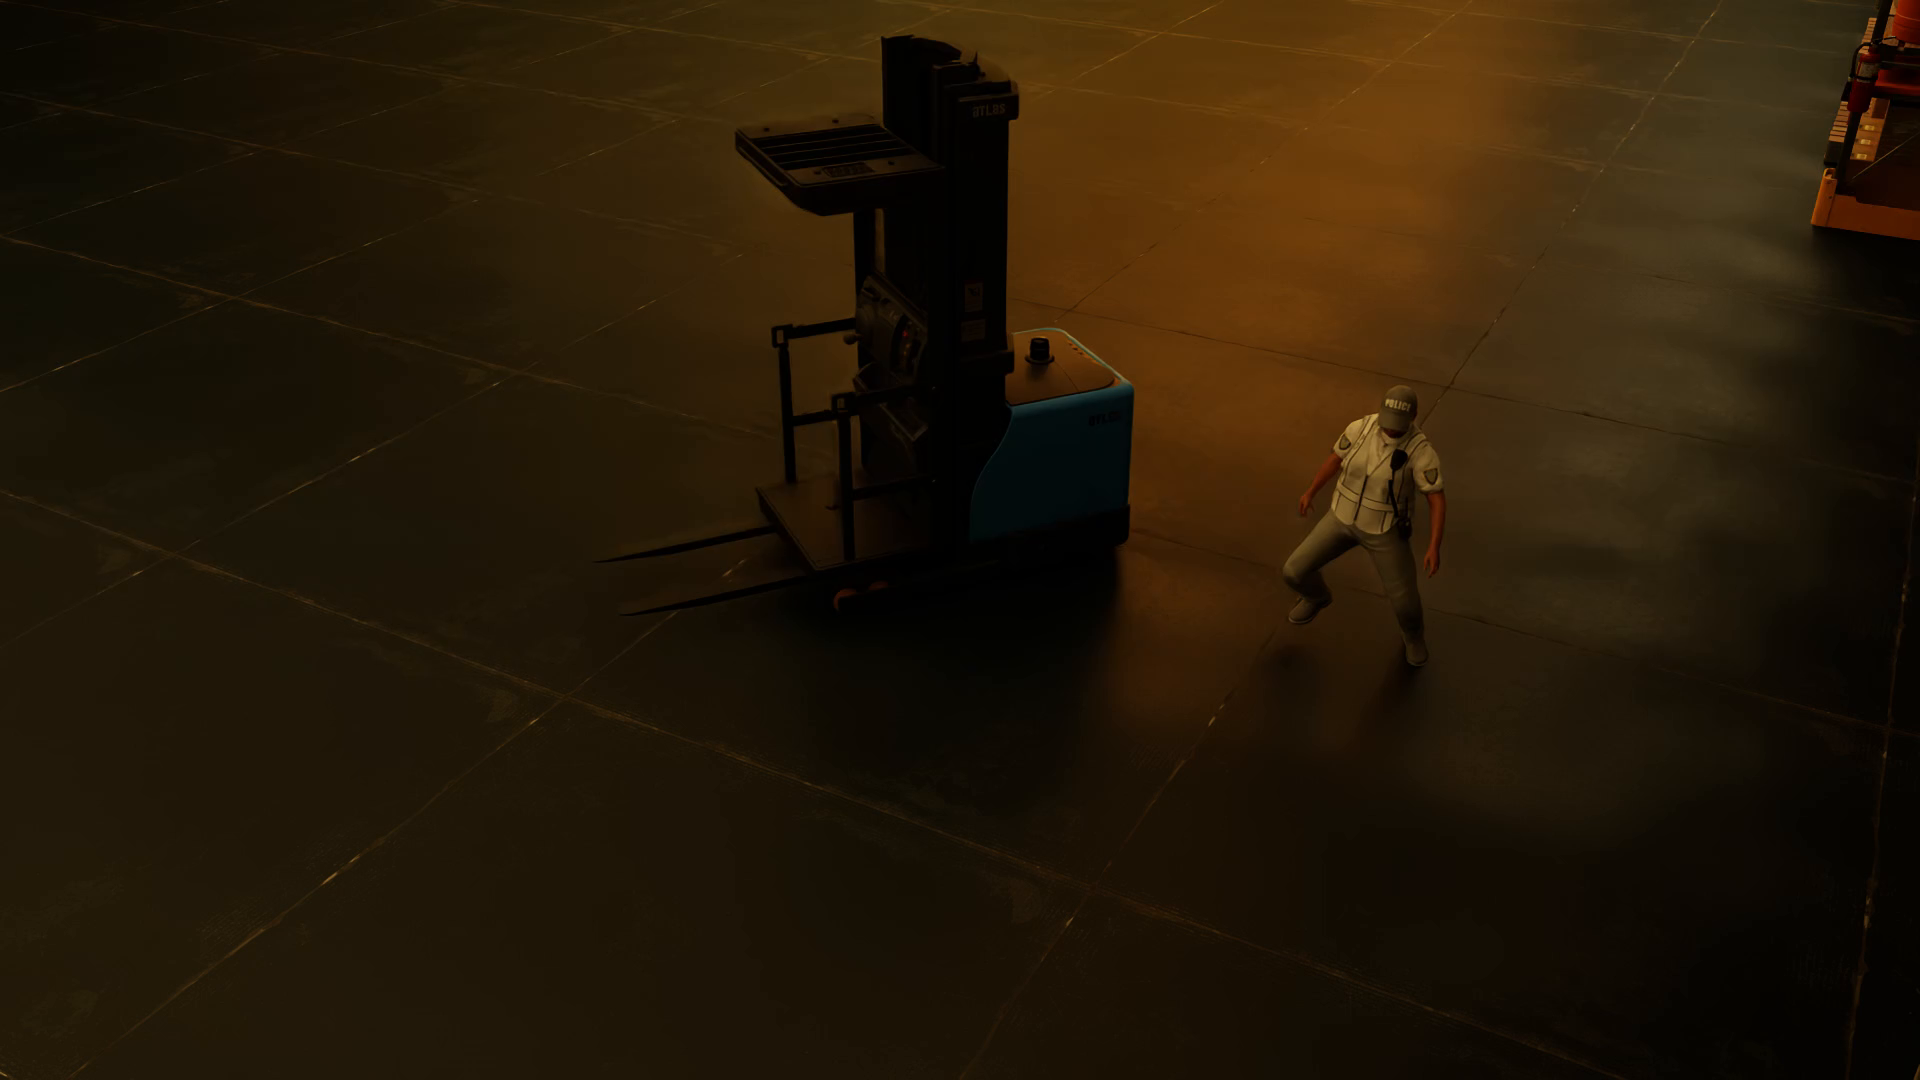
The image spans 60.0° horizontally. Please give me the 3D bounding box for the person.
[{"bbox_3d":[2.137,-0.092,8.628,0.864,1.564,0.587,24,37,35],"label":"person"}]

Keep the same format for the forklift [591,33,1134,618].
[{"bbox_3d":[-0.564,-1.134,9.036,3.031,2.935,1.130,-12,32,-20],"label":"forklift"}]
